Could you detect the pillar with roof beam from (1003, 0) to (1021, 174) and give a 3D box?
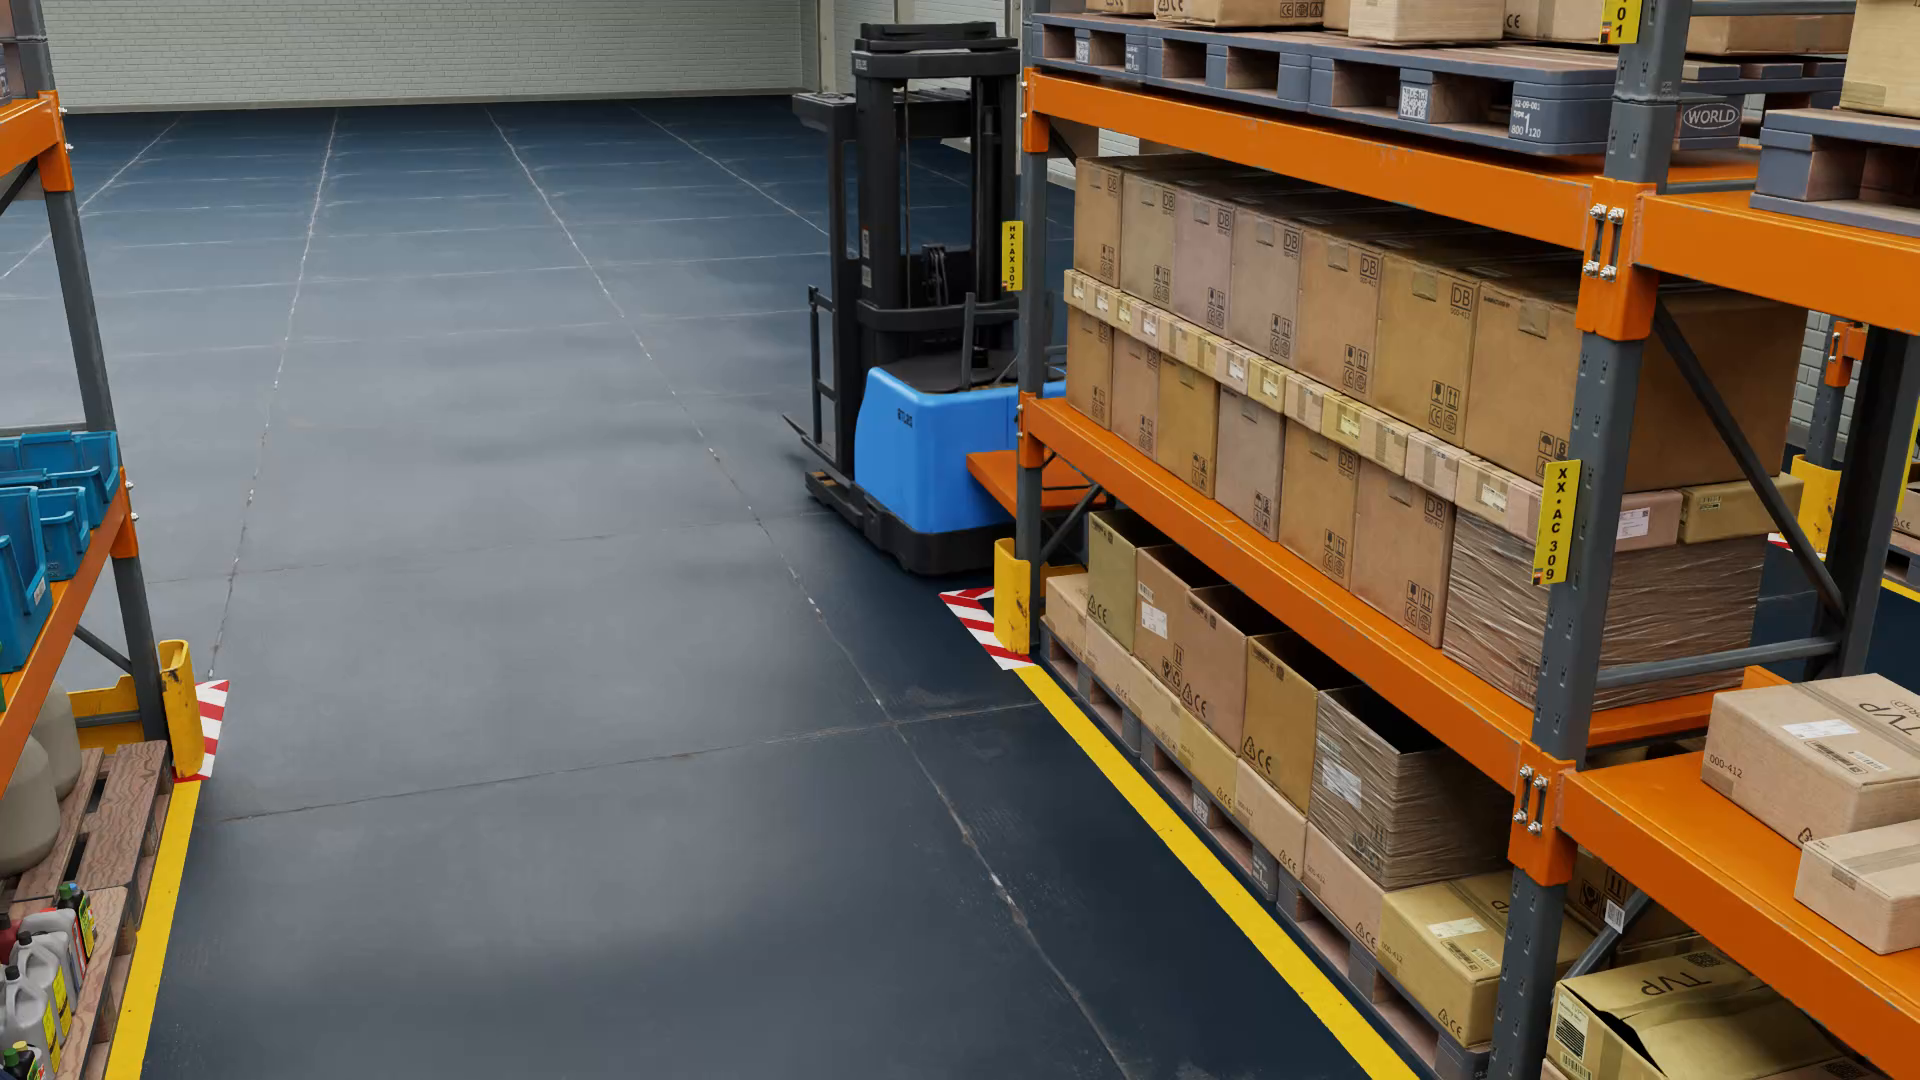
[{"bbox_3d":[-3.228,-9.478,22.992,9.100,9.000,0.400,-6,21,-17],"label":"pillar with roof beam"}]

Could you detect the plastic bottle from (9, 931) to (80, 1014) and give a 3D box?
[{"bbox_3d":[-2.839,1.330,5.154,0.152,0.276,0.135,-7,21,-19],"label":"plastic bottle"}]

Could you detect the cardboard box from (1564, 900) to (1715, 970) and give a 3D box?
[{"bbox_3d":[2.173,1.258,5.422,0.500,0.250,0.500,-6,21,-17],"label":"cardboard box"}]

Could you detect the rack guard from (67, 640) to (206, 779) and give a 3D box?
[{"bbox_3d":[-3.861,0.780,7.005,1.175,0.500,0.348,-6,21,-17],"label":"rack guard"}]

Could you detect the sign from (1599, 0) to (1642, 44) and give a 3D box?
[{"bbox_3d":[1.505,-1.290,3.751,0.100,0.325,0.005,-6,21,-17],"label":"sign"}]

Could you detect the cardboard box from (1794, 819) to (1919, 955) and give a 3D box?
[{"bbox_3d":[2.116,0.767,3.715,0.380,0.149,0.250,-6,21,-17],"label":"cardboard box"}]

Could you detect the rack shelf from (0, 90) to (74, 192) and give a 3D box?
[{"bbox_3d":[-3.301,-0.847,4.464,1.077,0.370,4.000,-6,21,-17],"label":"rack shelf"}]

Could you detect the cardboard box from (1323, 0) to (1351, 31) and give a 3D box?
[{"bbox_3d":[1.633,-1.923,5.414,0.797,0.503,0.637,-4,20,-11],"label":"cardboard box"}]

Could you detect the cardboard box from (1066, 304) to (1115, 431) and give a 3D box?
[{"bbox_3d":[0.909,-0.837,7.660,0.700,0.500,0.500,-6,21,-17],"label":"cardboard box"}]

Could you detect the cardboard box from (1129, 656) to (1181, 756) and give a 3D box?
[{"bbox_3d":[1.049,0.672,7.055,0.500,0.250,0.500,-6,21,-17],"label":"cardboard box"}]

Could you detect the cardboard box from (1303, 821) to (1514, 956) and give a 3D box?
[{"bbox_3d":[1.530,1.152,5.718,0.500,0.250,0.500,-6,21,-17],"label":"cardboard box"}]

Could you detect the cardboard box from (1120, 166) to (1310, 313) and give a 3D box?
[{"bbox_3d":[1.096,-1.262,6.926,0.700,0.500,0.500,-7,21,-19],"label":"cardboard box"}]

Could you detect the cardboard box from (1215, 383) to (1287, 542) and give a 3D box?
[{"bbox_3d":[1.398,-0.340,6.278,0.700,0.500,0.500,-6,21,-16],"label":"cardboard box"}]

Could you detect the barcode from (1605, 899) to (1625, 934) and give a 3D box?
[{"bbox_3d":[1.716,0.987,4.359,0.001,0.075,0.075,-6,21,-17],"label":"barcode"}]

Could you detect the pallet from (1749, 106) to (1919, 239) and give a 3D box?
[{"bbox_3d":[2.321,-0.697,3.266,0.805,0.209,1.217,-7,21,-19],"label":"pallet"}]

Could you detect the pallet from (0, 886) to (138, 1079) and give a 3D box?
[{"bbox_3d":[-3.231,1.568,5.238,1.003,0.211,1.213,-6,21,-17],"label":"pallet"}]

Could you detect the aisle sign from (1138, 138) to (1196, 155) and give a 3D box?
[{"bbox_3d":[1.032,-2.216,7.804,0.394,0.787,0.004,-6,21,-17],"label":"aisle sign"}]

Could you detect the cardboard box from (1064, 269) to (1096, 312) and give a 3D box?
[{"bbox_3d":[0.693,-1.144,7.557,0.380,0.149,0.250,-7,21,-18],"label":"cardboard box"}]

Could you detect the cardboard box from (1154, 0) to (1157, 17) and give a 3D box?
[{"bbox_3d":[0.977,-2.101,6.436,0.380,0.149,0.250,-6,21,-17],"label":"cardboard box"}]

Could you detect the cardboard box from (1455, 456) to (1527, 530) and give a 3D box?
[{"bbox_3d":[1.667,-0.153,4.799,0.380,0.149,0.250,-7,21,-18],"label":"cardboard box"}]

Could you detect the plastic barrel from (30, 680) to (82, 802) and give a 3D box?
[{"bbox_3d":[-3.650,0.761,6.420,0.421,0.512,0.421,0,20,0],"label":"plastic barrel"}]

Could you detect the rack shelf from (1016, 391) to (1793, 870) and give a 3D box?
[{"bbox_3d":[1.403,0.040,6.433,1.077,0.370,4.000,-6,21,-17],"label":"rack shelf"}]

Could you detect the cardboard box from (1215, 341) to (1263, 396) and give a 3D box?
[{"bbox_3d":[1.175,-0.651,6.184,0.380,0.149,0.250,-6,21,-17],"label":"cardboard box"}]

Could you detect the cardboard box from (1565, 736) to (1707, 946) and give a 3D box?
[{"bbox_3d":[2.183,0.904,5.298,0.500,0.500,0.500,-6,21,-17],"label":"cardboard box"}]

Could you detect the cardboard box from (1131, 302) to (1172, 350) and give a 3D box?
[{"bbox_3d":[0.933,-0.898,6.873,0.380,0.149,0.250,-7,21,-18],"label":"cardboard box"}]

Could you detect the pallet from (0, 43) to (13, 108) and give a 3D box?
[{"bbox_3d":[-3.762,-1.463,5.393,1.003,0.211,1.213,-6,21,-17],"label":"pallet"}]

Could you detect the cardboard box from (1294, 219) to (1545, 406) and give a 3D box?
[{"bbox_3d":[1.569,-0.779,5.582,0.700,0.500,0.500,-6,21,-17],"label":"cardboard box"}]

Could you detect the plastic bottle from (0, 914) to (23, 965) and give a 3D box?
[{"bbox_3d":[-2.984,1.294,5.245,0.061,0.283,0.133,-6,21,-17],"label":"plastic bottle"}]

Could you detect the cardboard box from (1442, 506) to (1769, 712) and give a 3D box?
[{"bbox_3d":[1.886,0.154,4.902,0.700,0.500,0.500,-7,21,-19],"label":"cardboard box"}]

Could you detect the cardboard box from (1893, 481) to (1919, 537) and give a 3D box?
[{"bbox_3d":[5.608,-0.178,9.302,0.500,0.311,0.500,-9,22,-23],"label":"cardboard box"}]

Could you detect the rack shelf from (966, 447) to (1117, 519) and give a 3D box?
[{"bbox_3d":[0.381,-0.279,8.816,0.538,0.185,1.000,-4,23,-19],"label":"rack shelf"}]

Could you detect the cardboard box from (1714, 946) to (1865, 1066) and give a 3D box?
[{"bbox_3d":[2.431,1.275,4.546,0.500,0.311,0.500,-6,21,-17],"label":"cardboard box"}]

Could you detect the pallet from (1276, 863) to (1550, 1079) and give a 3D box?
[{"bbox_3d":[1.821,1.396,5.719,1.003,0.211,1.213,-6,21,-17],"label":"pallet"}]

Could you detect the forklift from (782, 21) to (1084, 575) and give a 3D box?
[{"bbox_3d":[-0.343,-1.645,10.161,1.130,2.935,3.031,-8,21,-22],"label":"forklift"}]

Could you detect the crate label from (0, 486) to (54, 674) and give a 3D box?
[{"bbox_3d":[-3.094,0.130,5.066,0.502,0.435,0.616,-6,21,-17],"label":"crate label"}]

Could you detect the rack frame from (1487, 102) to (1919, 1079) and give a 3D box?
[{"bbox_3d":[2.031,0.343,4.524,1.000,3.000,0.127,-6,21,-17],"label":"rack frame"}]

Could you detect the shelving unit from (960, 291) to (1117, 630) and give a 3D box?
[{"bbox_3d":[0.395,-0.443,8.741,0.587,1.500,1.083,-4,23,-19],"label":"shelving unit"}]

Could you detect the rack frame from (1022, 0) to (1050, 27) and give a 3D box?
[{"bbox_3d":[0.774,-3.764,7.084,1.000,3.000,0.127,-6,21,-17],"label":"rack frame"}]

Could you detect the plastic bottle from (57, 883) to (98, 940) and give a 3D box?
[{"bbox_3d":[-2.936,1.237,5.524,0.097,0.201,0.097,0,20,0],"label":"plastic bottle"}]

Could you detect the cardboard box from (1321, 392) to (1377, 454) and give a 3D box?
[{"bbox_3d":[1.424,-0.401,5.487,0.380,0.149,0.250,-6,21,-17],"label":"cardboard box"}]

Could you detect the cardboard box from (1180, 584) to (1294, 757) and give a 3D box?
[{"bbox_3d":[1.200,0.480,6.479,0.500,0.500,0.500,-6,21,-17],"label":"cardboard box"}]

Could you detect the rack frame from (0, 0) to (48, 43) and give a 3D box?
[{"bbox_3d":[-3.929,-3.239,5.622,1.000,3.000,0.127,-6,21,-17],"label":"rack frame"}]

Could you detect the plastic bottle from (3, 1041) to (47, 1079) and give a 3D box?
[{"bbox_3d":[-2.658,1.521,4.734,0.097,0.201,0.097,0,20,0],"label":"plastic bottle"}]
